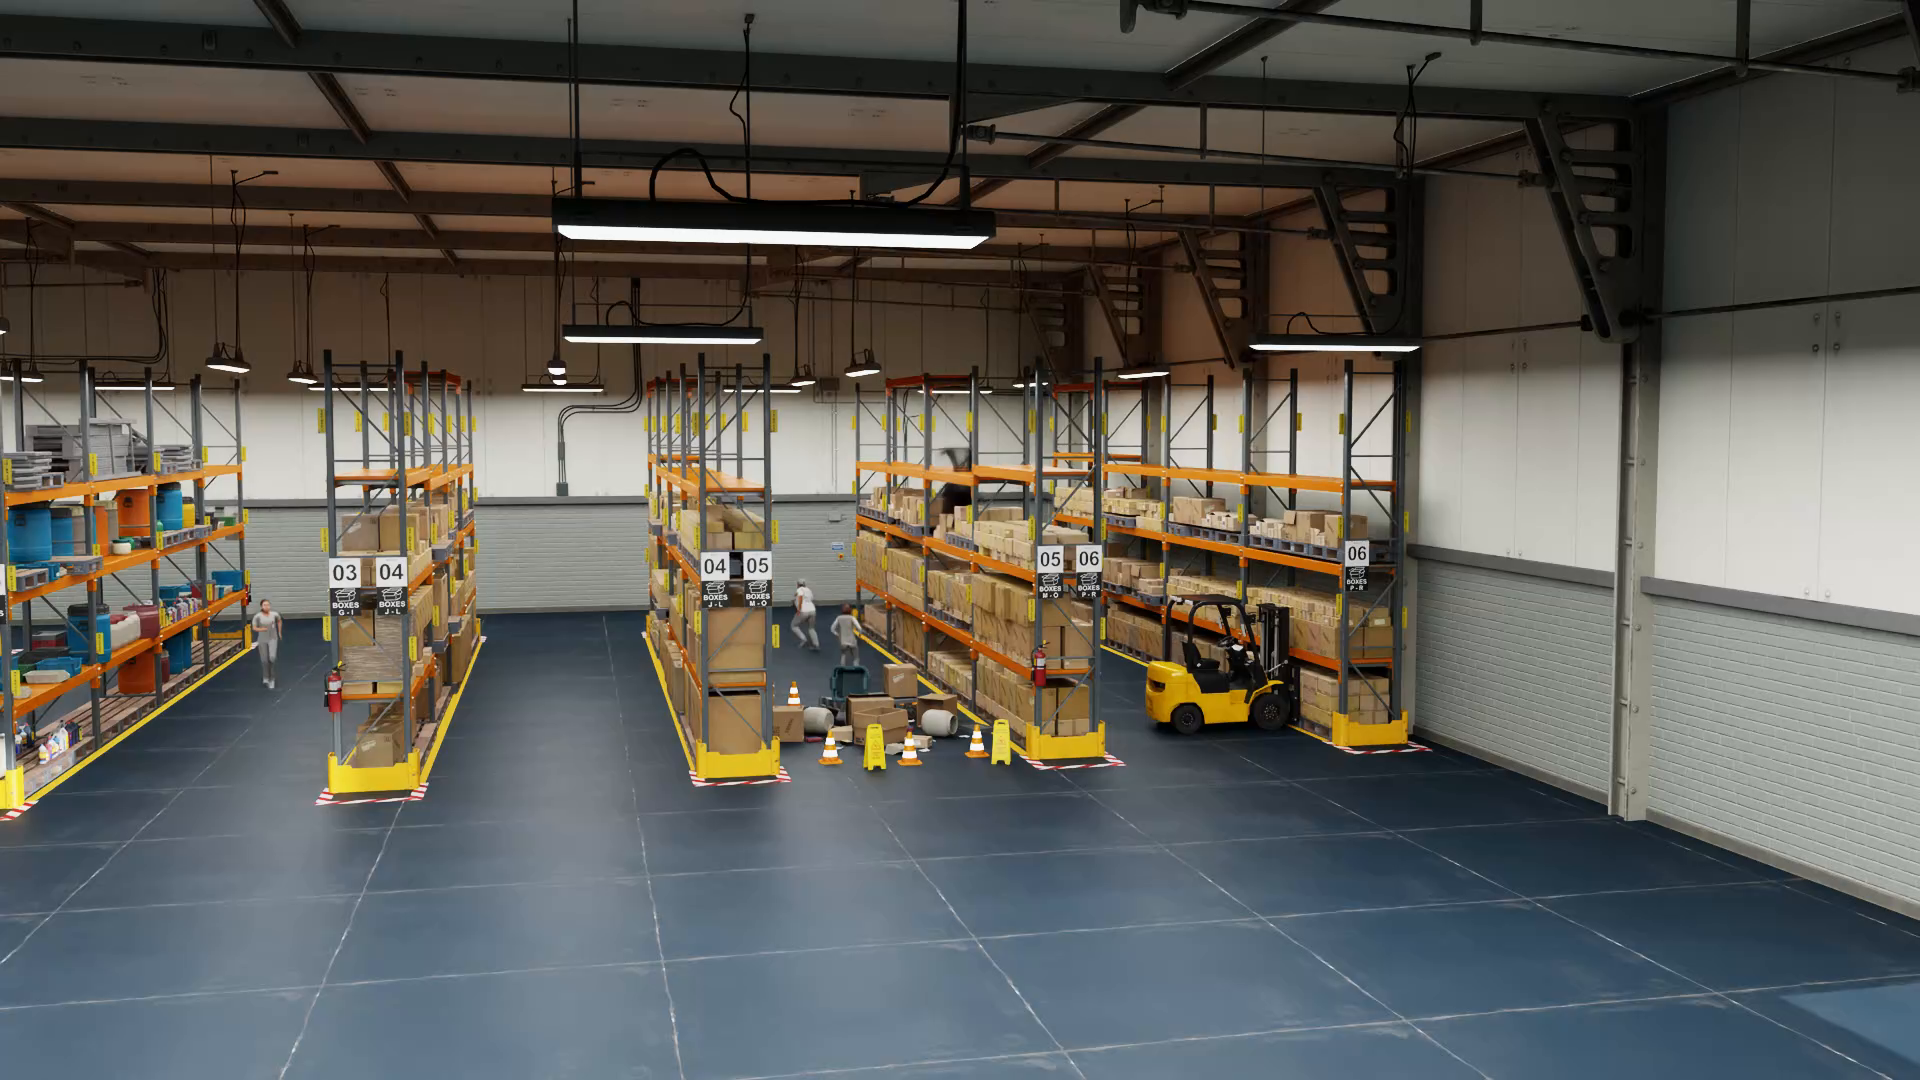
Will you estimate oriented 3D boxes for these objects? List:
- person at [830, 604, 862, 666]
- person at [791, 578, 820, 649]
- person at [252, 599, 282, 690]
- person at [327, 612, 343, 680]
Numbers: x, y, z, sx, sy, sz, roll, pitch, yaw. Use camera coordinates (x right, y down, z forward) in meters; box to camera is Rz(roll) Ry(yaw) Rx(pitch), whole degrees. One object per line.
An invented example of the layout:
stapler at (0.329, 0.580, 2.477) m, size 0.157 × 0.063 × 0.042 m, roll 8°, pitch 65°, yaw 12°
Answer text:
person at (-2.211, 2.014, 32.430) m, size 0.624 × 1.492 × 0.538 m, roll 0°, pitch 4°, yaw 3°
person at (-3.471, 1.637, 37.039) m, size 0.872 × 1.557 × 0.607 m, roll 4°, pitch 6°, yaw 45°
person at (-13.159, 1.969, 31.588) m, size 0.511 × 1.719 × 0.839 m, roll -2°, pitch 4°, yaw -21°
person at (-11.968, 1.937, 32.359) m, size 0.741 × 1.628 × 0.888 m, roll -3°, pitch 5°, yaw -33°
